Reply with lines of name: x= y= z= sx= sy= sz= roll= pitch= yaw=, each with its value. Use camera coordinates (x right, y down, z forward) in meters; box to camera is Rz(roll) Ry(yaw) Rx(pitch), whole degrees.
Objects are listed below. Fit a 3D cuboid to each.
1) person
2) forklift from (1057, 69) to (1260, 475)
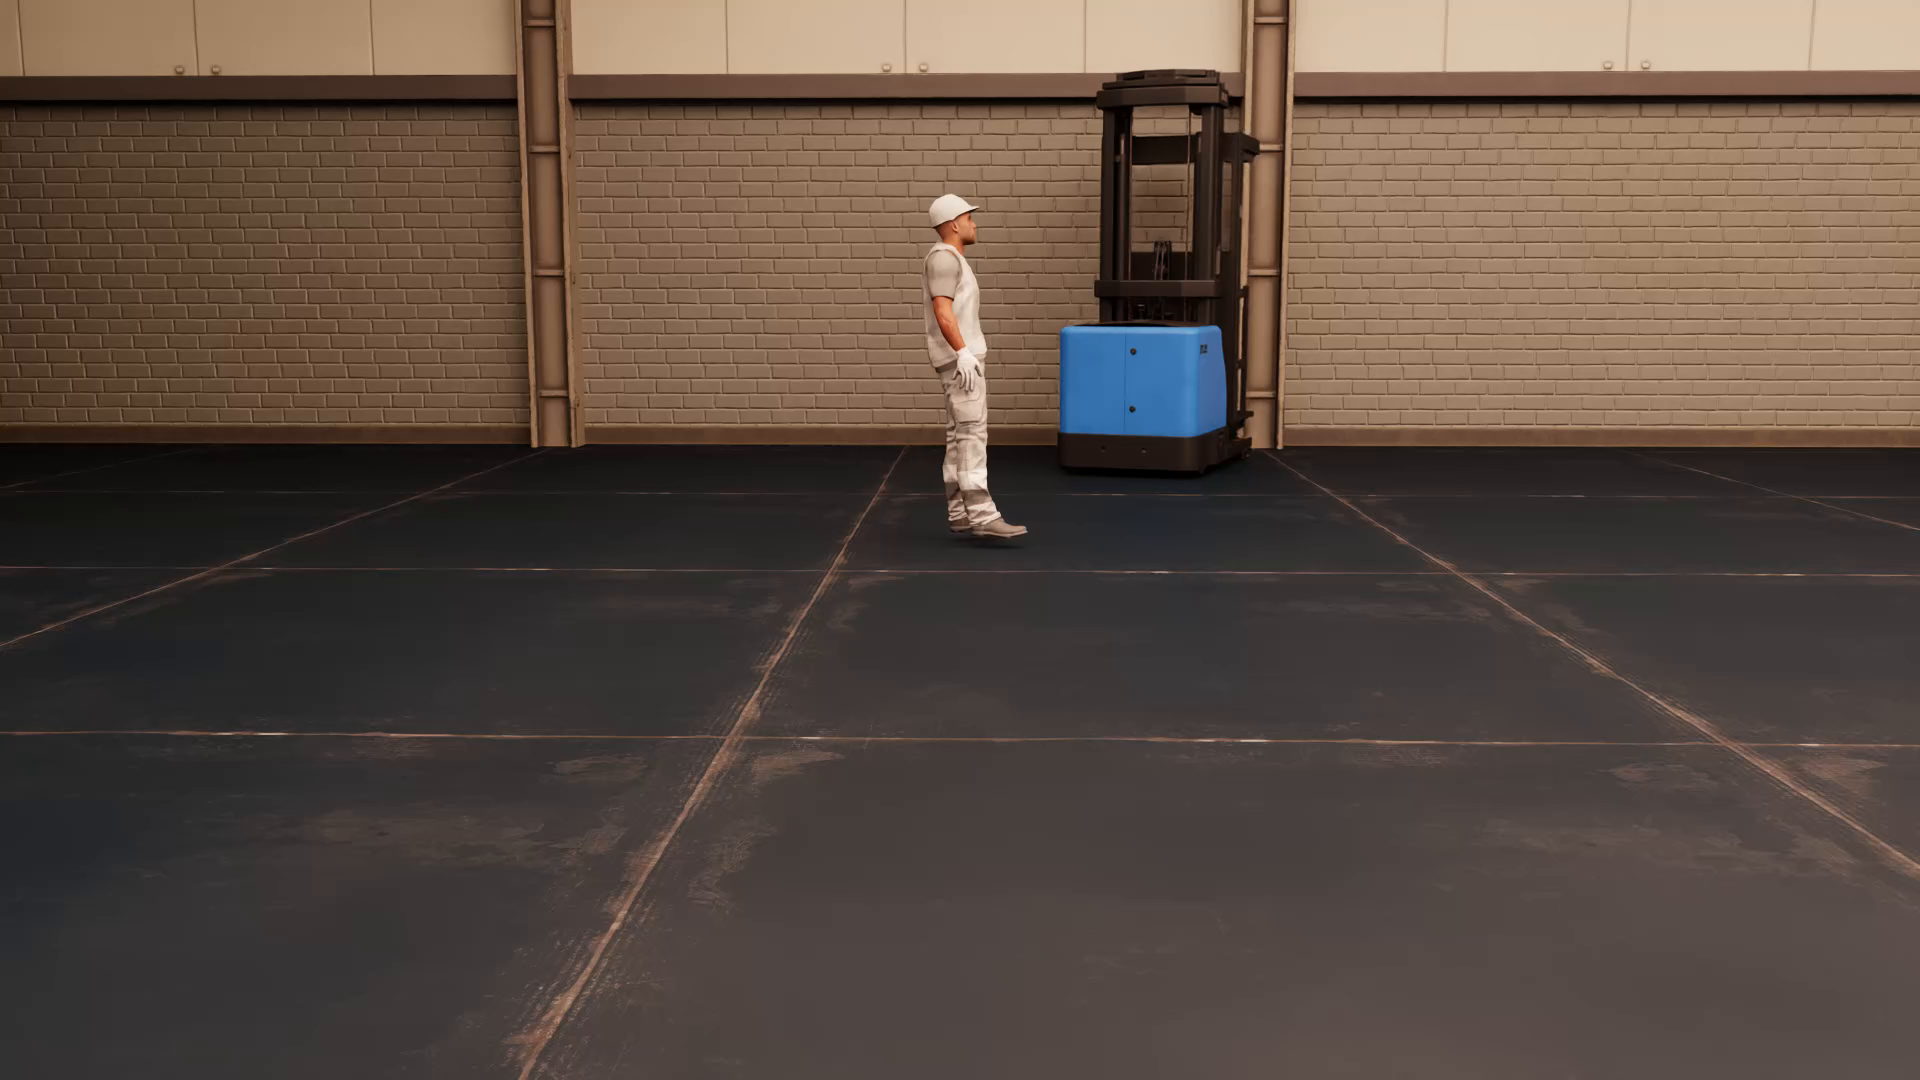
person: x=0.080 y=-0.930 z=8.846 sx=0.561 sy=1.789 sz=0.637 roll=0 pitch=9 yaw=1
forklift: x=1.703 y=-2.099 z=13.040 sx=1.130 sy=2.935 sz=3.031 roll=3 pitch=9 yaw=21
